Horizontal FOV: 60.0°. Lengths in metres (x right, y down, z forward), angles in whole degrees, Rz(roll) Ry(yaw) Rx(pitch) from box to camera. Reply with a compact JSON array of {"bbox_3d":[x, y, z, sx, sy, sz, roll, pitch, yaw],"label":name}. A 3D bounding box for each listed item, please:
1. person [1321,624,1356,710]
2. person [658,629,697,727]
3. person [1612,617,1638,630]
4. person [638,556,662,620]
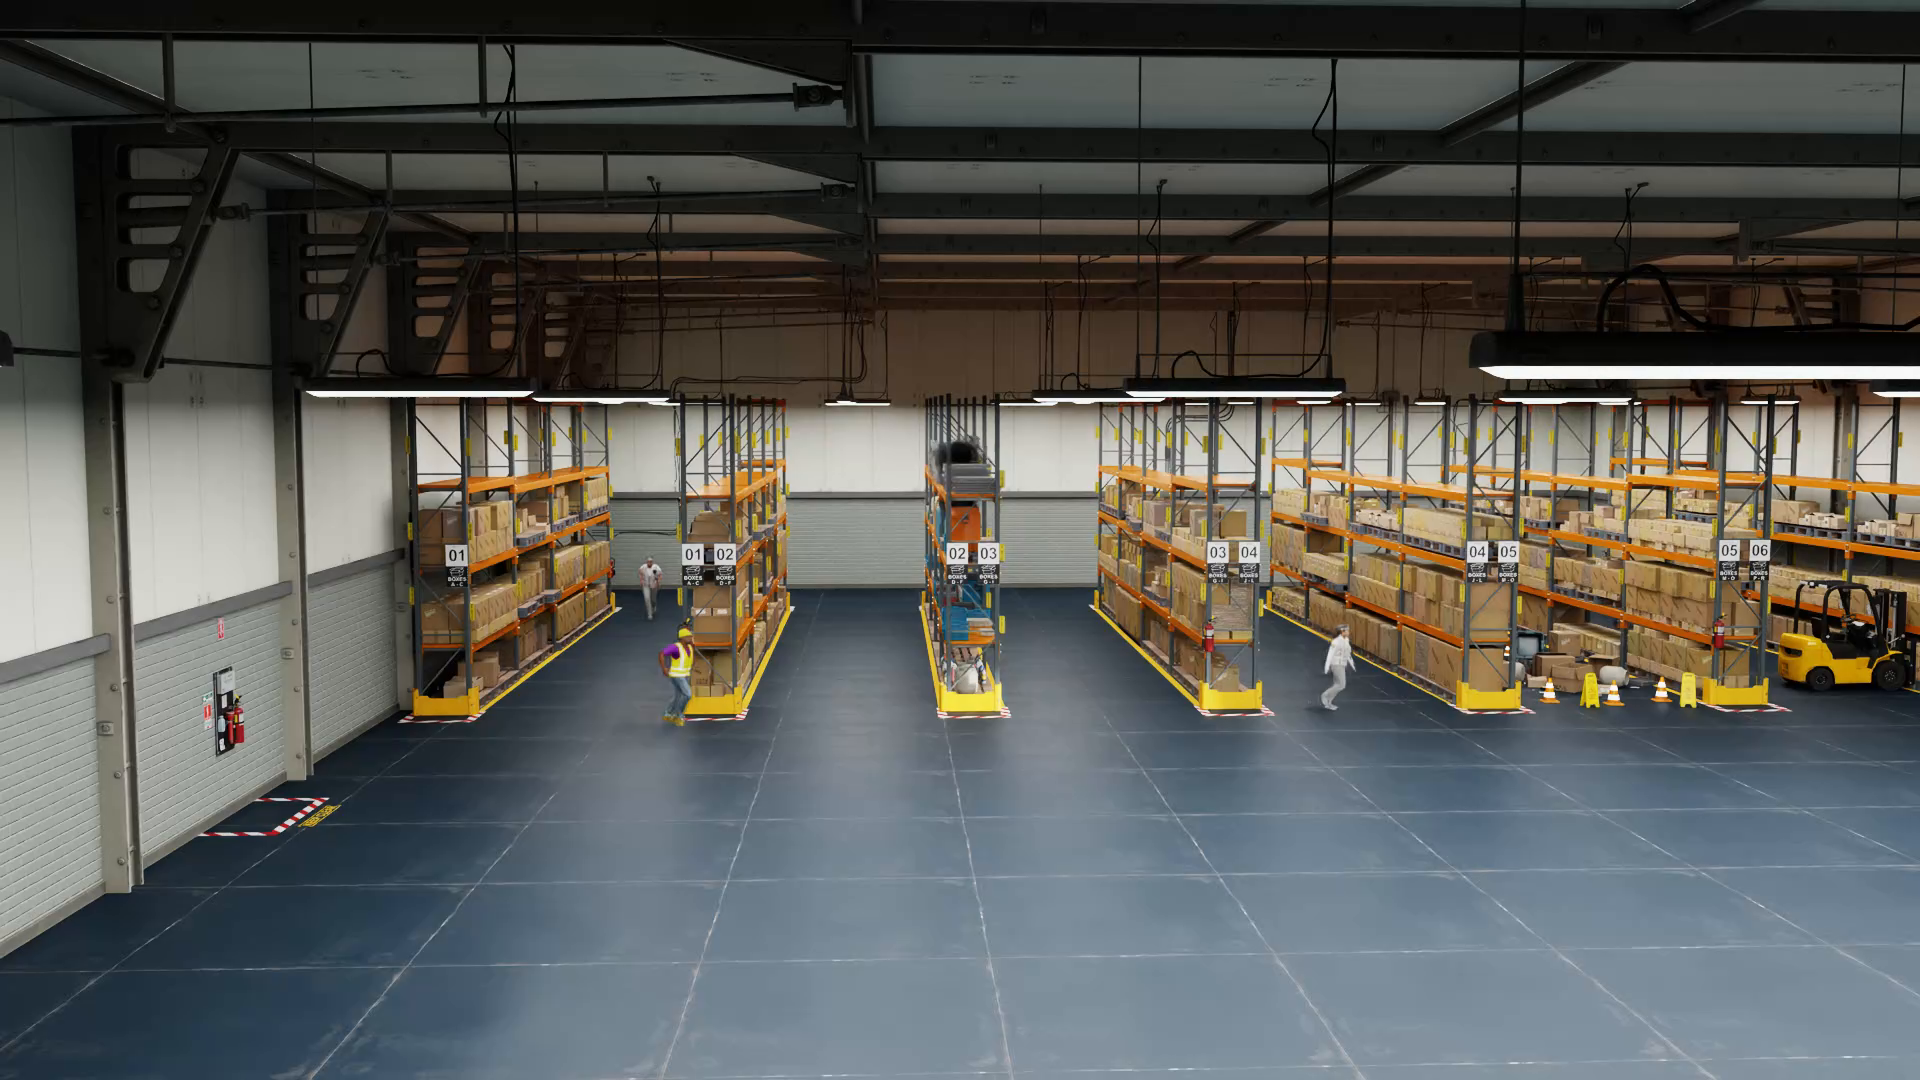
[{"bbox_3d":[7.200,2.400,31.647,0.542,1.655,0.603,3,6,36],"label":"person"},{"bbox_3d":[-5.077,2.501,30.083,0.701,1.800,0.712,2,5,23],"label":"person"},{"bbox_3d":[16.940,1.579,42.416,0.601,1.626,0.947,-1,5,-16],"label":"person"},{"bbox_3d":[-8.490,1.276,45.597,0.649,1.728,0.971,0,5,-4],"label":"person"}]
